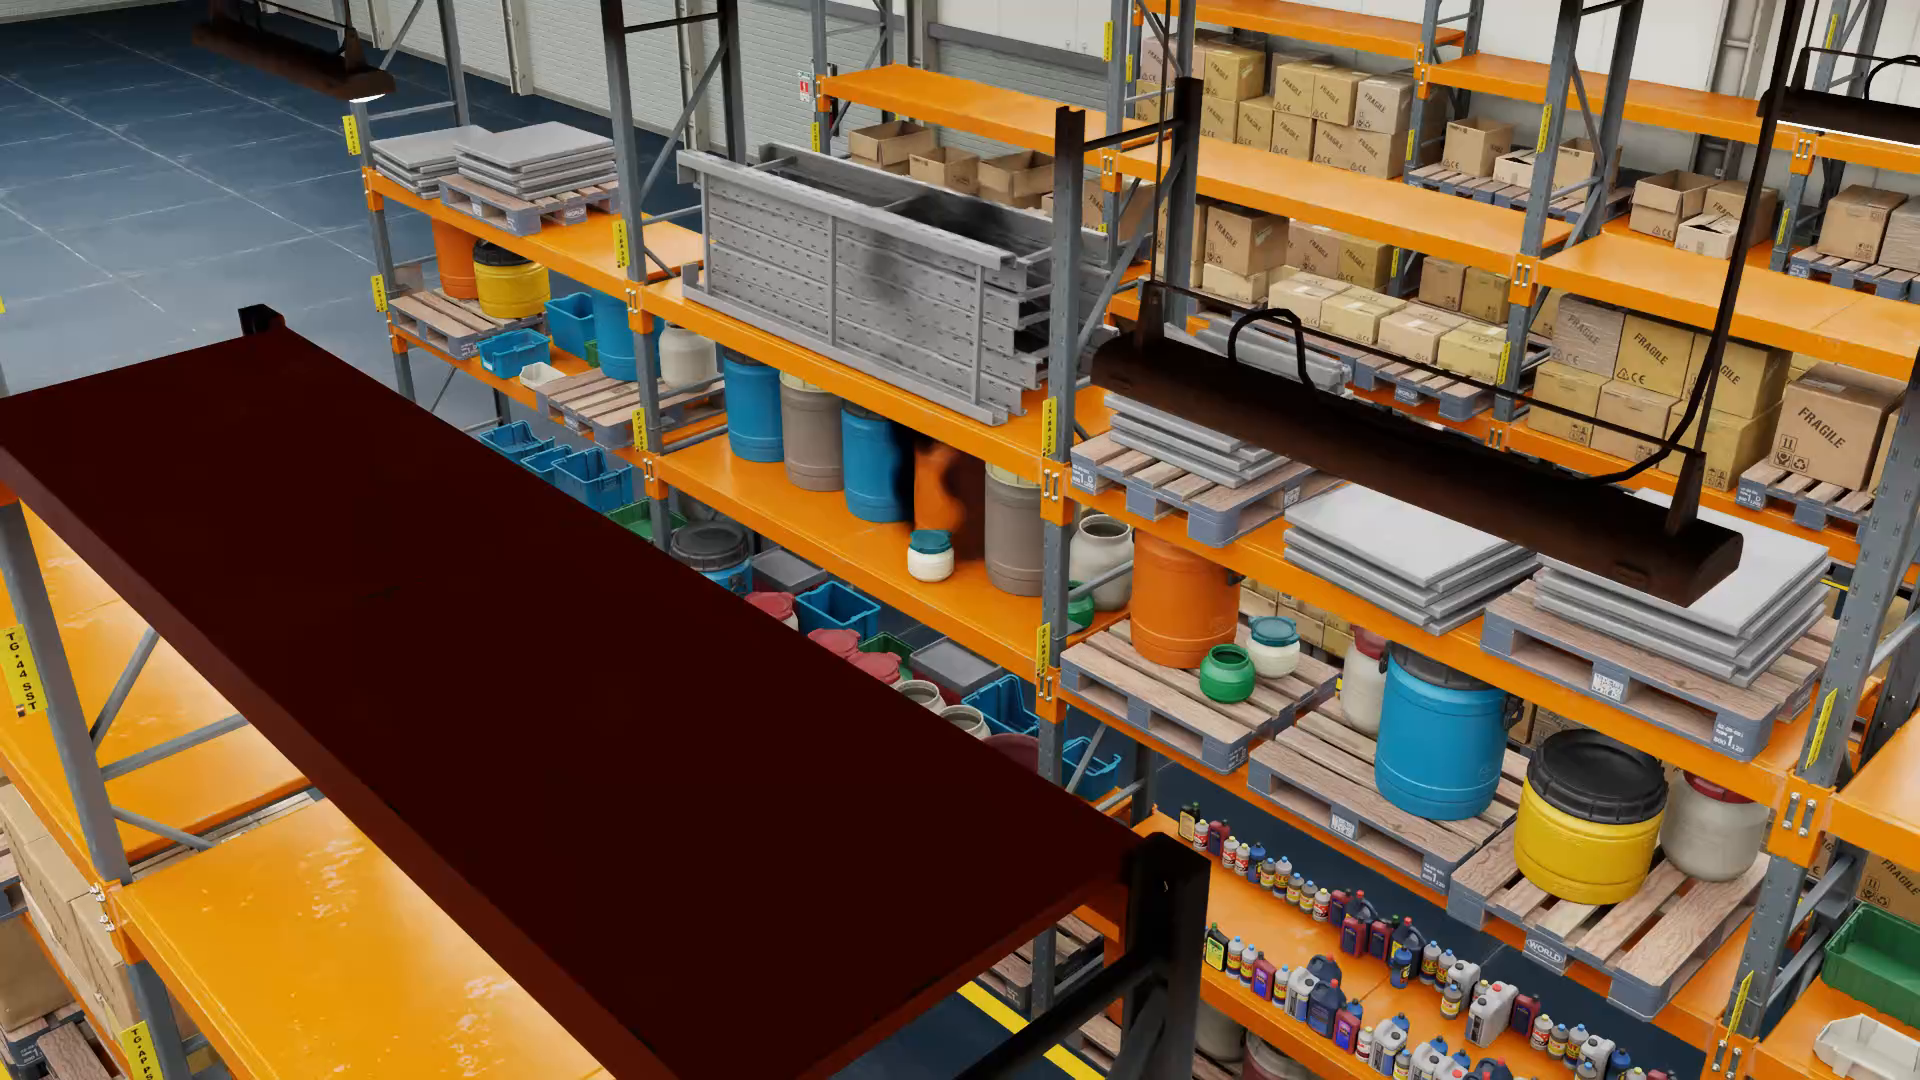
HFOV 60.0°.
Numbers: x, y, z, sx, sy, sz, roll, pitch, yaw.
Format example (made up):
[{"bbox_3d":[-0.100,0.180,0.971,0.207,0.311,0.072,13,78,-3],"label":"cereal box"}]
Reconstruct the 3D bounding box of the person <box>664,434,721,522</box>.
[{"bbox_3d":[-2.654,-0.664,16.333,0.797,1.707,0.556,15,32,25],"label":"person"}]

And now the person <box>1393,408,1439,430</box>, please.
[{"bbox_3d":[4.644,-0.929,16.801,0.712,1.745,0.594,21,35,34],"label":"person"}]
